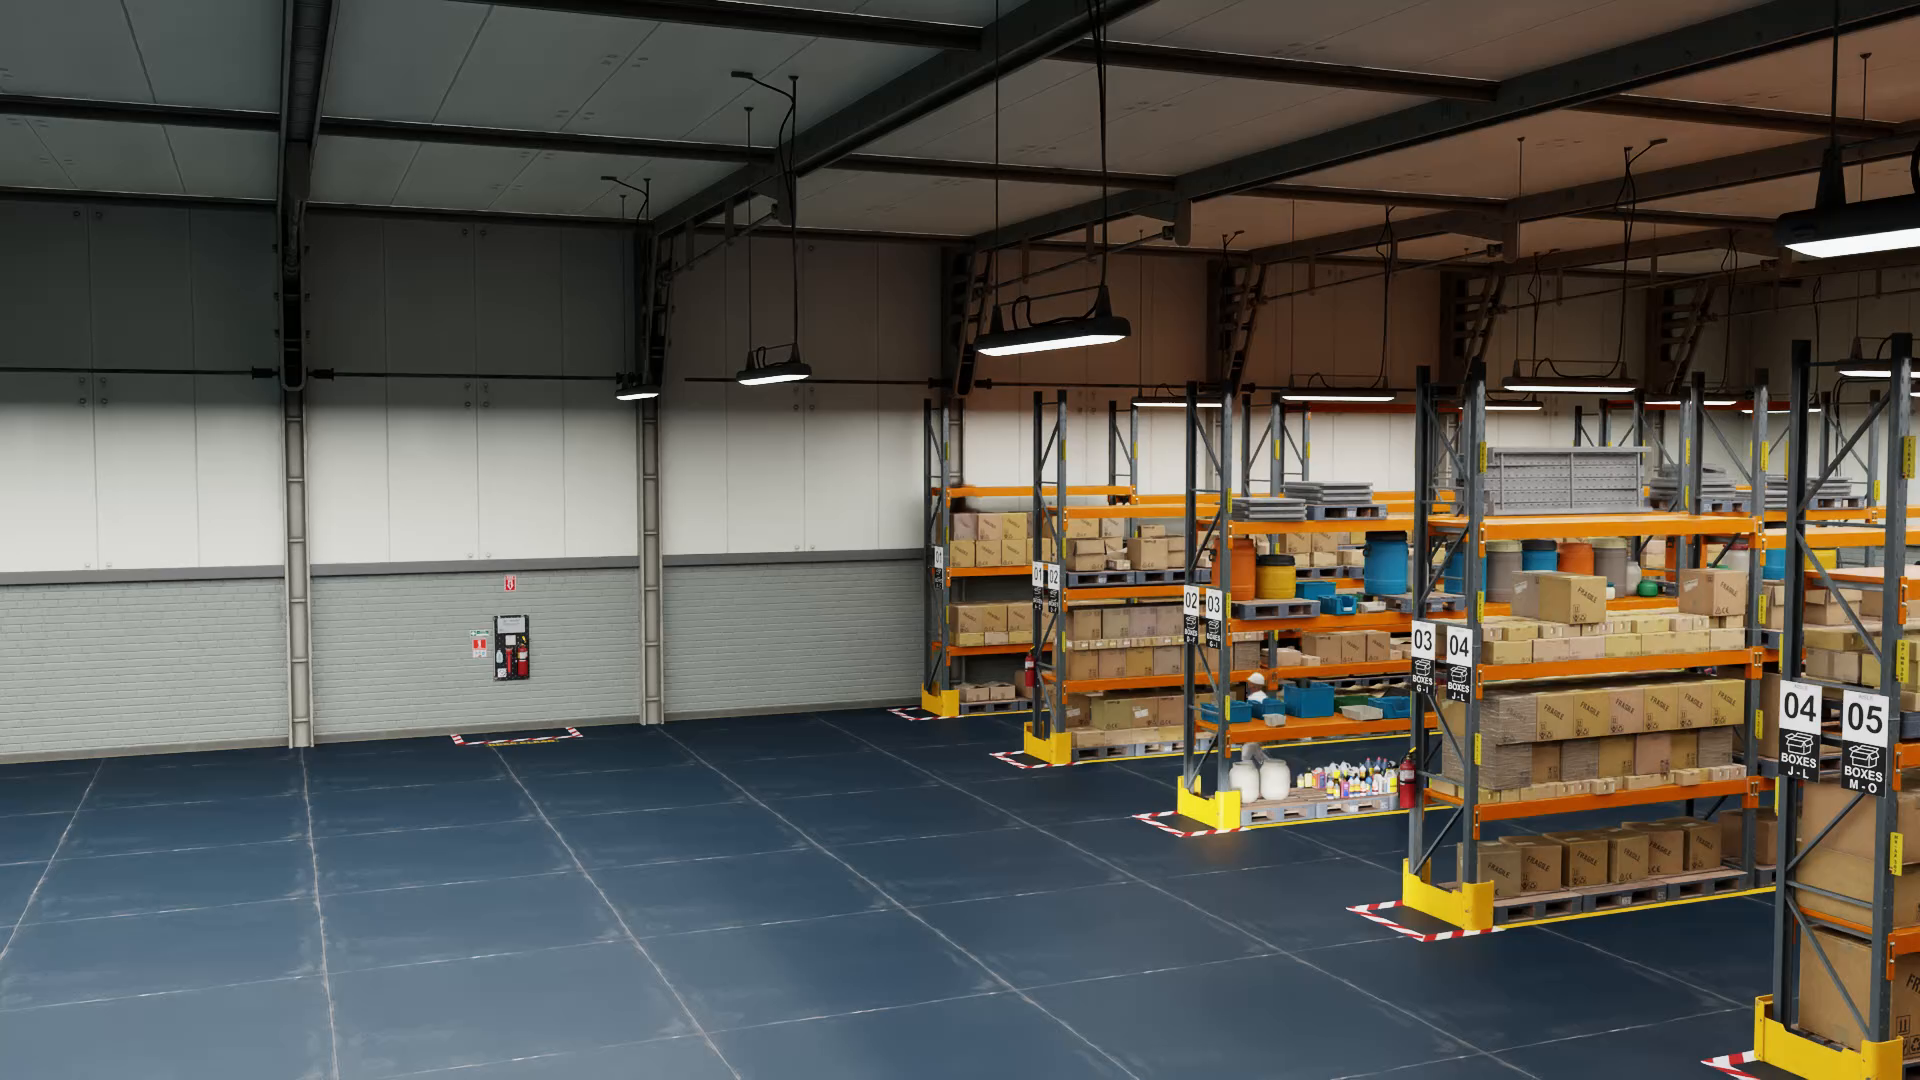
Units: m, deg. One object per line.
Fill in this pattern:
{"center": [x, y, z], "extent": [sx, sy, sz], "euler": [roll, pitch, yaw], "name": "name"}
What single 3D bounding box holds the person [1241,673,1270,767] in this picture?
{"center": [4.339, 2.839, 24.817], "extent": [0.986, 1.729, 0.694], "euler": [-1, 4, -18], "name": "person"}
